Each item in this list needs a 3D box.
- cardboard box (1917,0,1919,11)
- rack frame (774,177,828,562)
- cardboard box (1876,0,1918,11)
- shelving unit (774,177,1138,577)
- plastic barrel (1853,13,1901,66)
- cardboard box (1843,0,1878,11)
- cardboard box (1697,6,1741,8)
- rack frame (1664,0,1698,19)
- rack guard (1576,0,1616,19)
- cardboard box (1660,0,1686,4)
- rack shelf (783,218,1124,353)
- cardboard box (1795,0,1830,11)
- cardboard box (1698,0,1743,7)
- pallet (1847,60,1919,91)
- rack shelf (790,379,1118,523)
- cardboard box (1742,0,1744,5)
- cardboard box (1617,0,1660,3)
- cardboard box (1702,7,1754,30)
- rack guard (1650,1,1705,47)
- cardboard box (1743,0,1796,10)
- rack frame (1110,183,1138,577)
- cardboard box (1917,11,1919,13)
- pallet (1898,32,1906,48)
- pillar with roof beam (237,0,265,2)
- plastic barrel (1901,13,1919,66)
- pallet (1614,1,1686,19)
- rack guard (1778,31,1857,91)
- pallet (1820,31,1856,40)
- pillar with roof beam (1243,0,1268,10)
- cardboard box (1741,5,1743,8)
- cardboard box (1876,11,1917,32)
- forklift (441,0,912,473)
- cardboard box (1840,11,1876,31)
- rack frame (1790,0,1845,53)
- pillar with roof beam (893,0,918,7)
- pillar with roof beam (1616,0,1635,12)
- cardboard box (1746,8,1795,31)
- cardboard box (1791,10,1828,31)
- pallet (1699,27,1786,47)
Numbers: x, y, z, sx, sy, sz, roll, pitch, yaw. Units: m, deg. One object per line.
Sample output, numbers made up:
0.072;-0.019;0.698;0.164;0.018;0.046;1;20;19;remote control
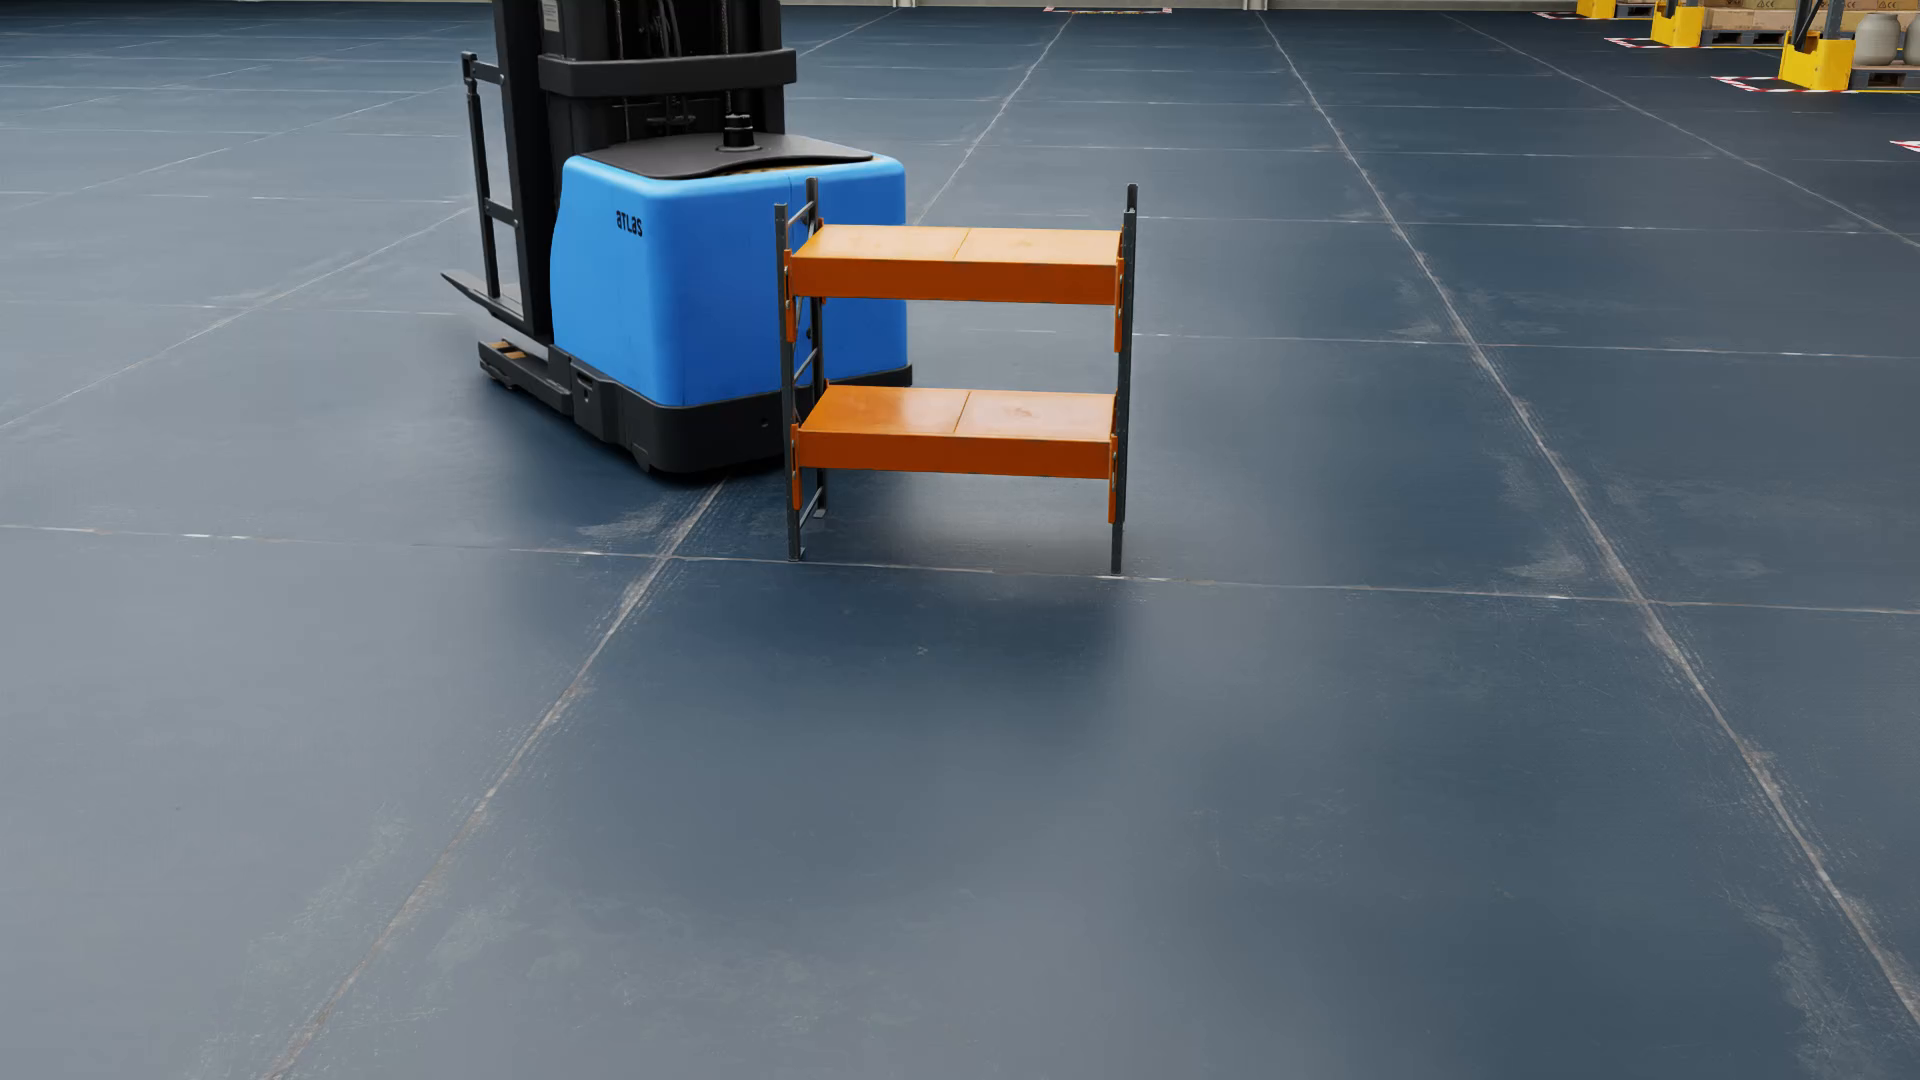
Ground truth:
12.583;-7.111;21.497;0.500;0.500;0.500;2;22;6;cardboard box
-0.498;-0.545;5.288;0.032;1.125;0.500;2;22;6;rack frame
12.086;-7.132;21.548;0.500;0.500;0.500;2;22;6;cardboard box
0.007;-0.523;5.232;1.048;1.125;0.538;2;22;6;shelving unit
9.668;-5.283;17.534;0.421;0.512;0.421;0;22;0;plastic barrel
11.588;-7.148;21.589;0.500;0.500;0.500;2;22;6;cardboard box
10.160;-7.054;22.372;0.500;0.250;0.500;2;22;6;cardboard box
9.592;-8.053;21.730;0.127;3.000;1.000;2;22;6;rack frame
10.247;-8.696;26.756;0.348;0.500;1.175;2;22;6;rack guard
11.414;-8.729;26.497;0.500;0.311;0.500;4;22;11;cardboard box
0.007;-0.795;5.125;1.000;0.278;0.538;2;22;6;rack shelf
11.094;-7.176;21.660;0.500;0.500;0.500;2;22;6;cardboard box
10.160;-7.404;22.236;0.500;0.500;0.500;2;22;6;cardboard box
9.893;-4.925;17.609;1.213;0.211;1.003;2;22;6;pallet
0.007;-0.295;5.322;1.000;0.278;0.538;2;22;6;rack shelf
12.137;-8.767;26.336;0.500;0.500;0.700;1;22;3;cardboard box
10.848;-8.753;26.559;0.500;0.311;0.500;0;22;0;cardboard box
10.099;-6.865;21.894;0.500;0.250;0.500;2;22;6;cardboard box
9.569;-6.892;22.192;0.348;0.500;1.175;2;22;6;rack guard
10.596;-7.193;21.703;0.500;0.500;0.500;2;22;6;cardboard box
0.512;-0.501;5.177;0.032;1.125;0.500;2;22;6;rack frame
12.583;-6.762;21.633;0.500;0.250;0.500;2;22;6;cardboard box
12.780;-6.633;21.930;1.213;0.211;1.003;2;22;6;pallet
-13.371;-12.404;24.575;0.400;9.000;9.100;2;22;6;pillar with roof beam
10.166;-5.261;17.479;0.421;0.512;0.421;0;22;0;plastic barrel
11.050;-8.514;26.687;1.213;0.211;1.003;2;22;6;pallet
9.087;-5.096;17.650;0.348;0.500;1.175;2;22;6;rack guard
11.565;-6.685;22.061;1.213;0.211;1.003;2;22;6;pallet
4.504;-11.625;22.605;0.400;9.000;9.100;2;22;6;pillar with roof beam
10.658;-7.037;22.328;0.500;0.250;0.500;2;22;6;cardboard box
12.085;-6.778;21.674;0.500;0.250;0.500;2;22;6;cardboard box
-1.423;-2.084;6.724;1.130;2.935;3.031;-14;26;-31;forklift
11.588;-6.800;21.728;0.500;0.250;0.500;2;22;6;cardboard box
9.006;-6.245;17.156;0.127;3.000;1.000;2;22;6;rack frame
-1.455;-11.885;23.262;0.400;9.000;9.100;2;22;6;pillar with roof beam
10.462;-11.365;21.948;0.400;9.000;9.100;2;22;6;pillar with roof beam
10.596;-6.845;21.842;0.500;0.250;0.500;2;22;6;cardboard box
11.092;-6.823;21.787;0.500;0.250;0.500;2;22;6;cardboard box
10.357;-6.739;22.197;1.213;0.211;1.003;2;22;6;pallet
